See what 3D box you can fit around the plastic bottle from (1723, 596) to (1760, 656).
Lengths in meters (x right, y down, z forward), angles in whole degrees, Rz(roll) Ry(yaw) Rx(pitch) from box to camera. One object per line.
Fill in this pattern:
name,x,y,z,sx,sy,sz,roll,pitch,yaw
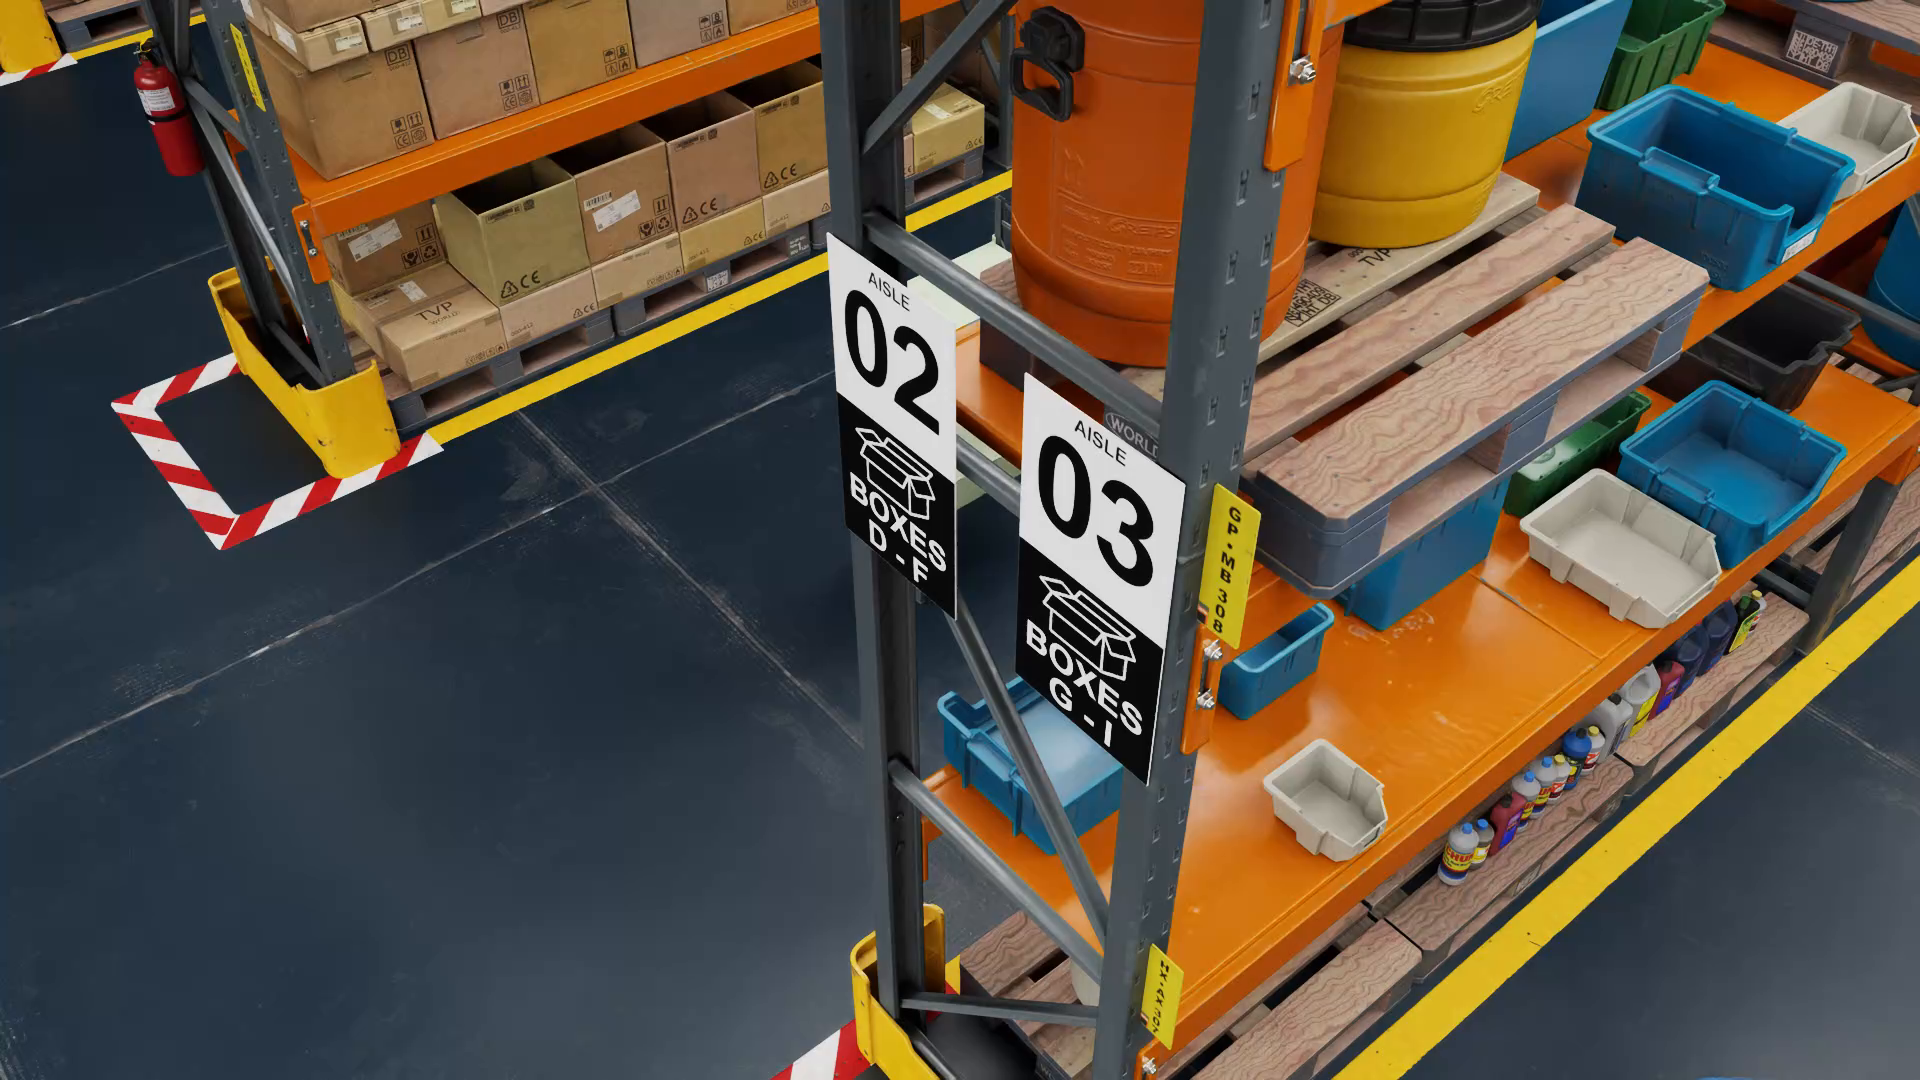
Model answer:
plastic bottle,3.021,0.313,6.442,0.133,0.283,0.061,-27,50,-26

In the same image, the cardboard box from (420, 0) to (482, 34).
cardboard box,-2.233,-2.306,7.021,0.250,0.149,0.380,-30,51,-28

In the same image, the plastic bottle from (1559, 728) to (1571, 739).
plastic bottle,2.278,0.602,6.134,0.133,0.283,0.061,-30,51,-28

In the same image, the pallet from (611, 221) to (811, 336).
pallet,-1.570,-1.622,8.876,1.213,0.211,1.003,-30,51,-28

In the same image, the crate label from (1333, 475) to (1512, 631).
crate label,1.348,-0.108,5.202,0.616,0.435,0.502,-30,51,-28

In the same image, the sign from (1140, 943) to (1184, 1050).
sign,0.460,1.045,3.797,0.005,0.325,0.100,-30,51,-28

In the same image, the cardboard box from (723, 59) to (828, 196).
cardboard box,-0.984,-2.175,8.582,0.500,0.500,0.500,-30,51,-28

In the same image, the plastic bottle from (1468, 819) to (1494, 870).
plastic bottle,1.780,1.037,5.731,0.097,0.201,0.097,0,43,0

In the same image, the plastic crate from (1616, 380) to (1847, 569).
plastic crate,2.504,-0.219,5.454,0.616,0.251,0.499,-30,51,-28

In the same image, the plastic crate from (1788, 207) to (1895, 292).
plastic crate,3.353,-1.298,6.448,0.583,0.464,0.402,-30,51,-28

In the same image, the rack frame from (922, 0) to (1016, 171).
rack frame,0.003,-3.504,8.844,0.127,3.000,1.000,-30,51,-28

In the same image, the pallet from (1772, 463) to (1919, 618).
pallet,3.756,-0.250,7.416,1.213,0.211,1.003,-30,51,-28

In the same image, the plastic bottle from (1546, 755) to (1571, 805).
plastic bottle,2.116,0.844,5.936,0.097,0.201,0.097,0,43,0

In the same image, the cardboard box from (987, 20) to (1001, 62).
cardboard box,0.480,-2.910,9.503,0.500,0.311,0.500,-30,51,-28

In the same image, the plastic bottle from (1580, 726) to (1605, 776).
plastic bottle,2.274,0.754,6.032,0.097,0.201,0.097,0,43,0

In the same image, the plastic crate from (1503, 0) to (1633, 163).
plastic crate,1.380,-1.228,4.240,0.575,0.384,0.392,-30,51,-28

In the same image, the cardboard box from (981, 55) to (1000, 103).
cardboard box,0.472,-2.702,9.691,0.500,0.250,0.500,-31,51,-29

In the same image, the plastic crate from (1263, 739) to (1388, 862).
plastic crate,1.003,0.727,4.531,0.250,0.136,0.298,-30,51,-28

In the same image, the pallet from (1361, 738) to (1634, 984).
pallet,1.700,0.927,6.163,1.213,0.211,1.003,-30,51,-28

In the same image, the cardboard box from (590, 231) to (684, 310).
cardboard box,-1.746,-1.458,8.366,0.500,0.250,0.500,-30,51,-28

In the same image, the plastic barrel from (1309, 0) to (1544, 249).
plastic barrel,0.903,-1.027,3.571,0.600,0.588,0.600,0,43,0

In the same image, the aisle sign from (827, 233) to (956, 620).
aisle sign,-0.136,-0.217,3.444,0.004,0.787,0.394,-30,51,-28

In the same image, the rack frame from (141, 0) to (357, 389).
rack frame,-3.065,-1.747,6.973,0.127,3.000,1.000,-30,51,-28

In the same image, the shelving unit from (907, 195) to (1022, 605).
shelving unit,-0.005,-0.544,6.787,0.755,1.500,0.431,-30,51,-28

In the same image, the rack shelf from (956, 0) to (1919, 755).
rack shelf,1.644,-0.854,4.356,4.000,0.370,1.077,-30,51,-28

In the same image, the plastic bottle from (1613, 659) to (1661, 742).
plastic bottle,2.474,0.564,6.125,0.185,0.351,0.144,-30,51,-28

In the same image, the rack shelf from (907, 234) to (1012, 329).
rack shelf,-0.005,-0.828,6.520,0.720,0.370,0.431,-30,51,-28

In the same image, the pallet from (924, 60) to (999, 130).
pallet,0.543,-2.832,10.165,1.213,0.211,1.003,-30,51,-28

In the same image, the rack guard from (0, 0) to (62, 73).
rack guard,-6.188,-3.469,10.632,0.348,0.500,1.175,-30,51,-28

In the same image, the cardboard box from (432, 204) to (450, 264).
cardboard box,-2.467,-1.515,8.427,0.500,0.250,0.500,-30,51,-28

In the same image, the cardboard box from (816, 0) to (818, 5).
cardboard box,-0.734,-3.107,8.348,0.500,0.500,0.700,-30,51,-28

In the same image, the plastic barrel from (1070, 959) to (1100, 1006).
plastic barrel,0.566,1.280,5.260,0.421,0.512,0.421,0,43,0

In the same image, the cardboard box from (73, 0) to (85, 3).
cardboard box,-5.658,-3.784,10.784,0.500,0.311,0.500,33,52,30

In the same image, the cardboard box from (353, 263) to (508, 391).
cardboard box,-2.511,-1.017,7.897,0.500,0.250,0.500,-30,51,-28

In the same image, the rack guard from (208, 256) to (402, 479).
rack guard,-3.083,-0.826,7.817,0.348,0.500,1.175,-30,51,-28

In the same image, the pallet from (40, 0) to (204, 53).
pallet,-5.542,-3.702,11.091,1.213,0.211,1.003,-30,51,-28

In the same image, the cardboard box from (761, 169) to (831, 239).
cardboard box,-0.976,-1.895,8.832,0.500,0.250,0.500,-30,51,-28

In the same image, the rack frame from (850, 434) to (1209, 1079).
rack frame,0.110,0.855,4.202,0.127,3.000,1.000,-30,51,-28

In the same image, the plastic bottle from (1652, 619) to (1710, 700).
plastic bottle,2.722,0.422,6.277,0.185,0.351,0.144,-32,52,-30

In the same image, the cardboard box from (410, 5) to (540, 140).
cardboard box,-2.299,-2.215,7.398,0.500,0.500,0.700,-28,50,-27

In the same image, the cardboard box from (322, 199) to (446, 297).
cardboard box,-2.845,-1.563,7.931,0.500,0.500,0.500,-30,51,-28

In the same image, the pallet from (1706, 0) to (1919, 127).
pallet,2.688,-1.558,4.718,1.003,0.211,1.213,-30,51,-28

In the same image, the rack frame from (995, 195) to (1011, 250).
rack frame,0.276,-0.705,6.958,0.023,1.500,0.400,-30,51,-28

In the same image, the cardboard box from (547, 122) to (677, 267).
cardboard box,-1.753,-1.737,8.116,0.500,0.500,0.500,-30,51,-28

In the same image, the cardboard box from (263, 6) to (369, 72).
cardboard box,-2.626,-2.079,6.780,0.250,0.149,0.380,-30,51,-28

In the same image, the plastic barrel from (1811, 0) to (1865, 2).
plastic barrel,2.346,-1.950,4.325,0.708,0.901,0.600,-30,51,-28

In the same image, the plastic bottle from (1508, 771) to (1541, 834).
plastic bottle,1.964,0.906,5.819,0.097,0.271,0.097,0,43,0

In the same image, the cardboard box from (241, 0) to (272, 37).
cardboard box,-2.894,-2.288,7.002,0.250,0.149,0.380,-31,51,-28

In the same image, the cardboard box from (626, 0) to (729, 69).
cardboard box,-1.513,-2.663,7.875,0.500,0.500,0.700,-28,50,-27

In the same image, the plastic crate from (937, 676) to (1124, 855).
plastic crate,0.302,0.533,4.654,0.616,0.251,0.499,-30,51,-28

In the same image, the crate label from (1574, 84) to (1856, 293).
crate label,1.758,-0.832,3.916,0.408,0.251,0.502,-30,51,-28

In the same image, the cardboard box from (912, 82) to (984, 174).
cardboard box,-0.212,-2.337,9.302,0.500,0.250,0.500,-30,51,-28

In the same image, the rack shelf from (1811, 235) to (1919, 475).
rack shelf,4.712,-1.518,7.254,4.000,0.370,1.077,-30,51,-28
